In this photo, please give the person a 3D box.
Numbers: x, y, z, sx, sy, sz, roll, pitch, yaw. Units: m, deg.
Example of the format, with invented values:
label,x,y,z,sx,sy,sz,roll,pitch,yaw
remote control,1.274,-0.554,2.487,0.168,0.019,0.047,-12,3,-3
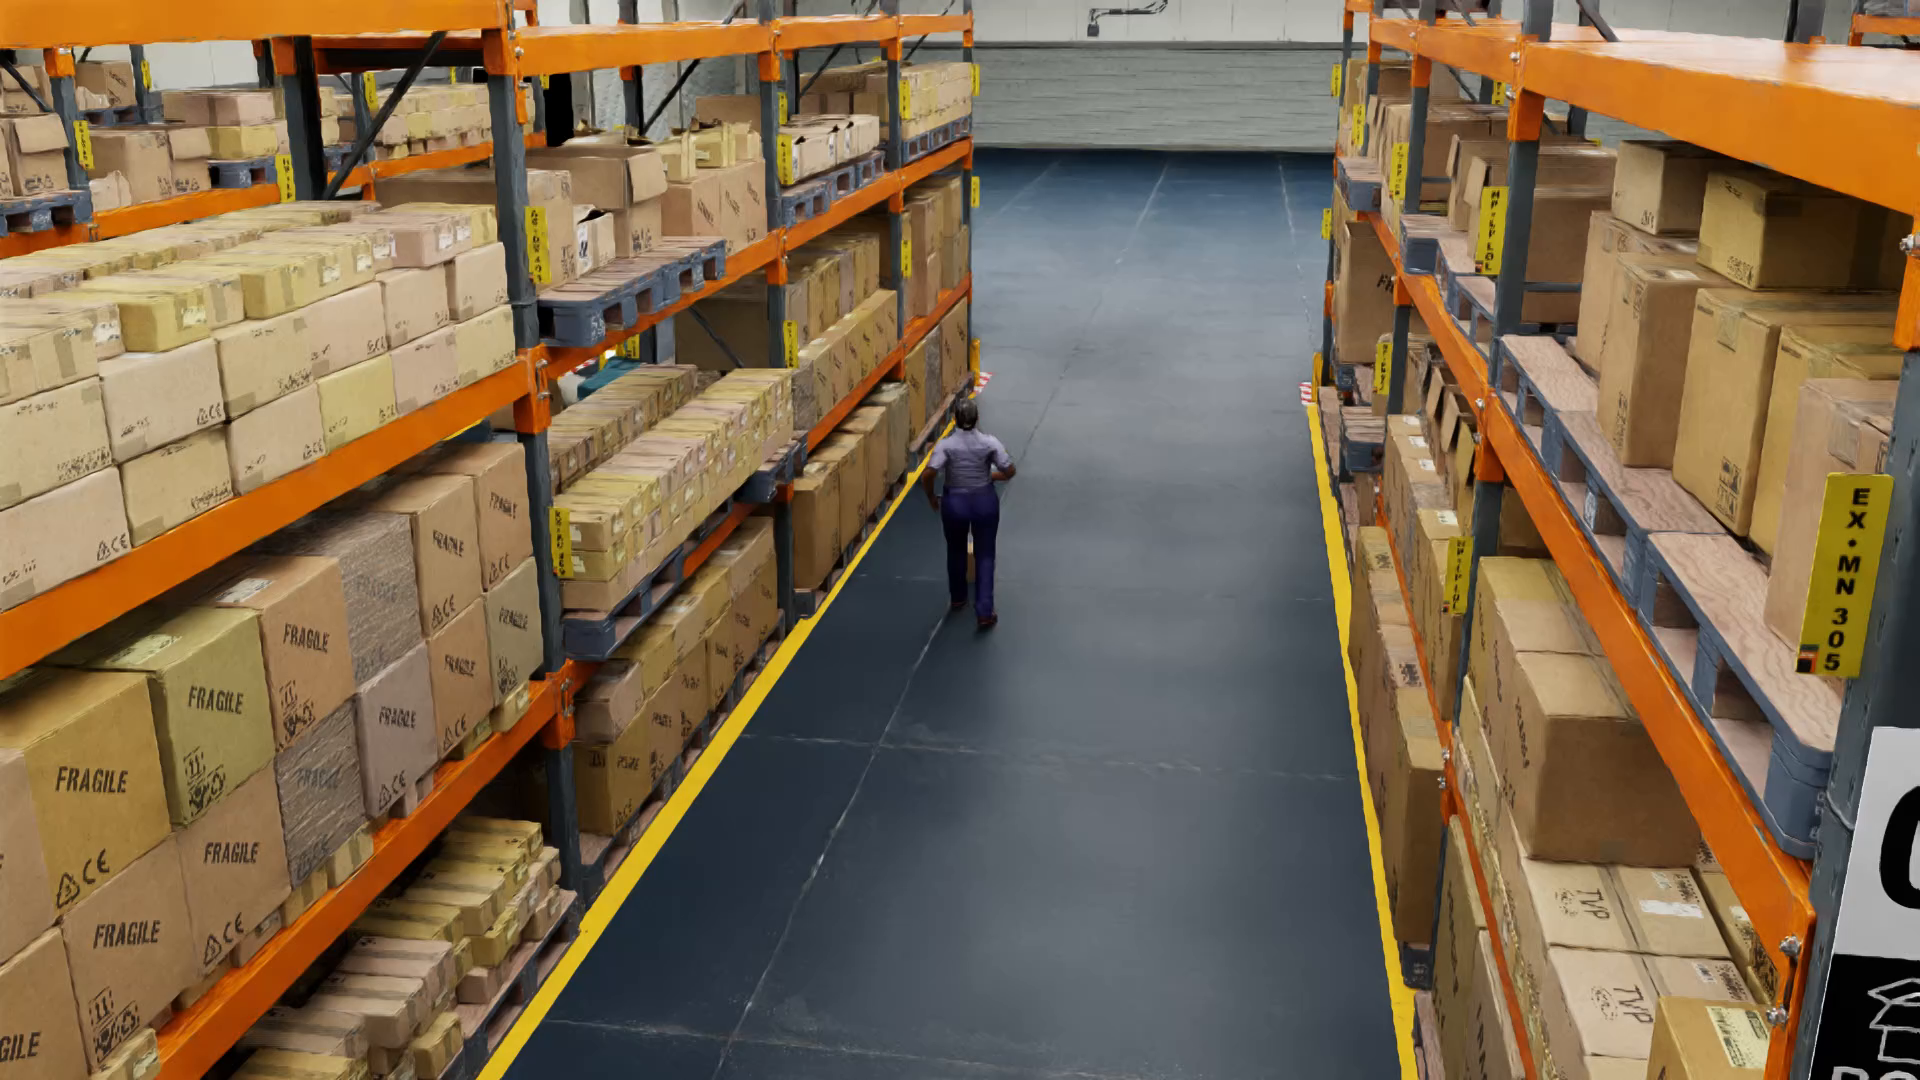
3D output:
label,x,y,z,sx,sy,sz,roll,pitch,yaw
person,0.059,-0.240,11.801,0.652,1.639,0.728,0,18,-1
